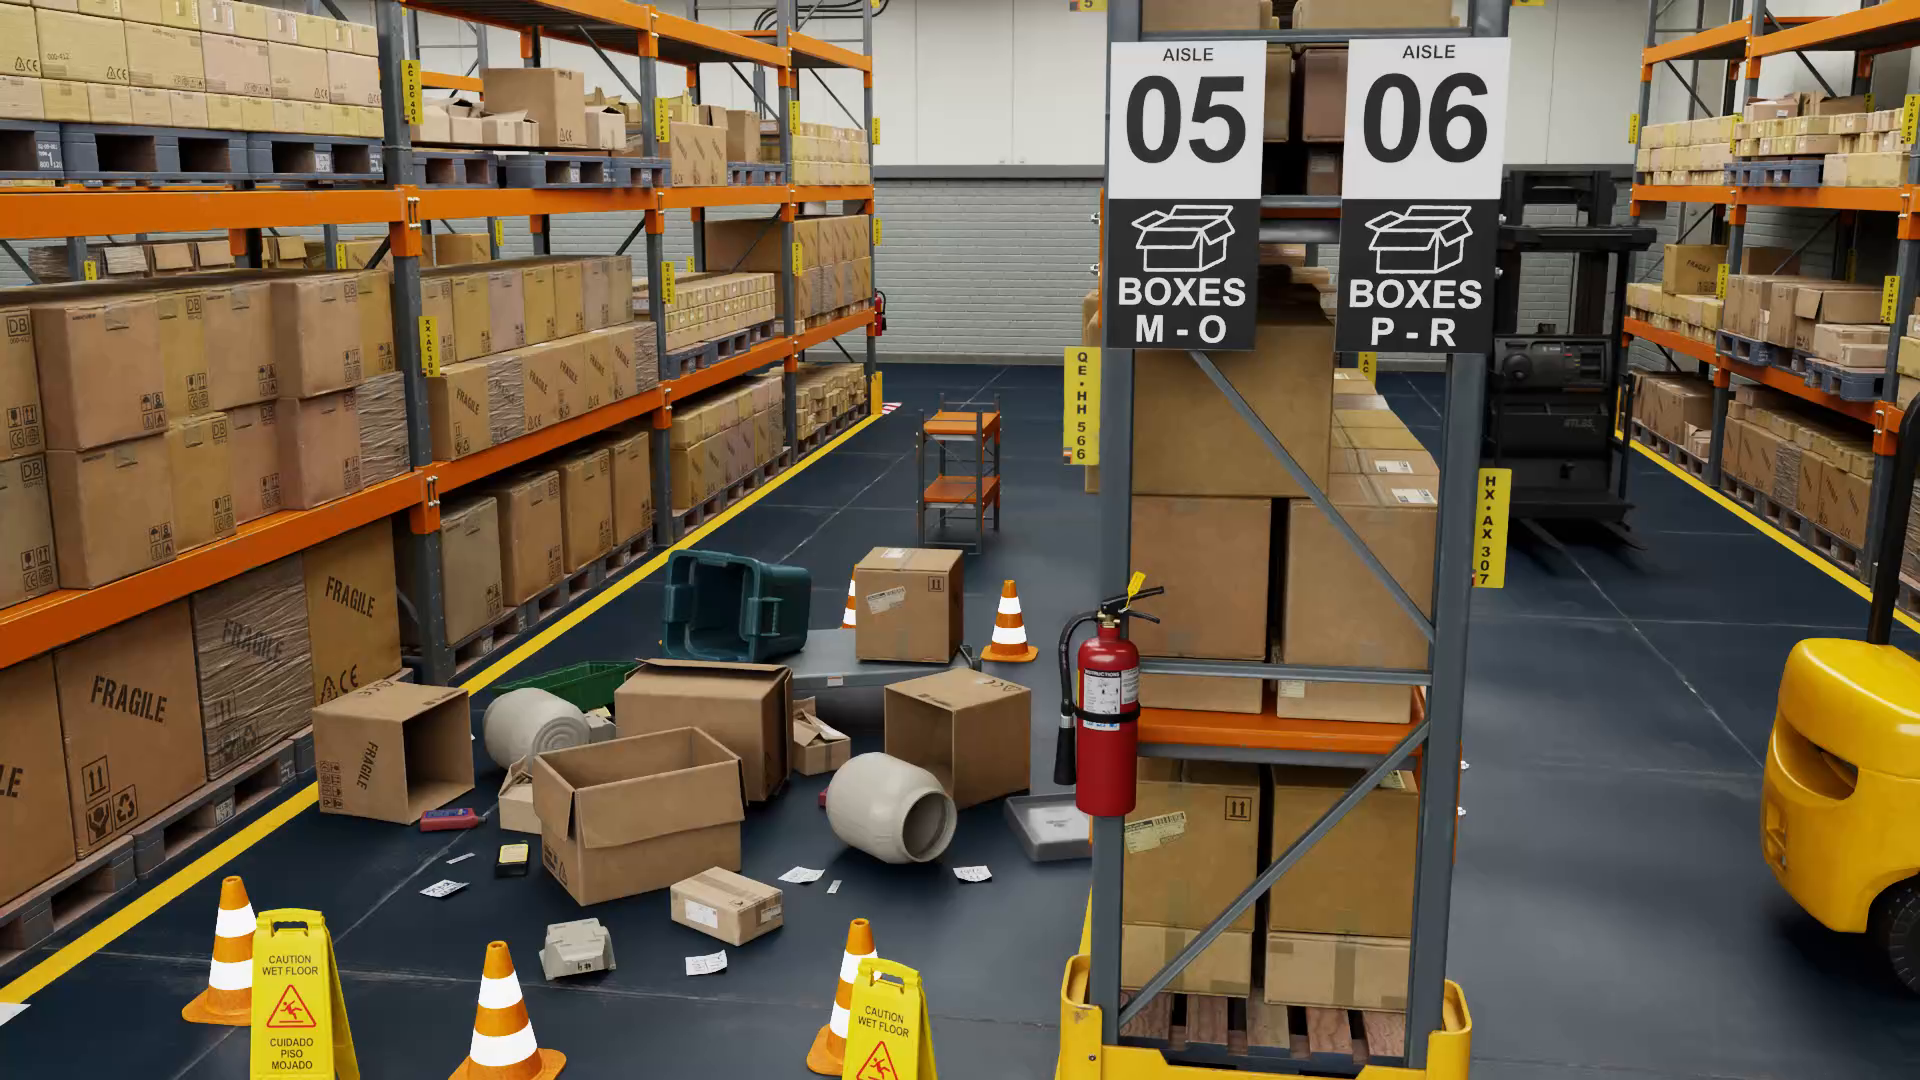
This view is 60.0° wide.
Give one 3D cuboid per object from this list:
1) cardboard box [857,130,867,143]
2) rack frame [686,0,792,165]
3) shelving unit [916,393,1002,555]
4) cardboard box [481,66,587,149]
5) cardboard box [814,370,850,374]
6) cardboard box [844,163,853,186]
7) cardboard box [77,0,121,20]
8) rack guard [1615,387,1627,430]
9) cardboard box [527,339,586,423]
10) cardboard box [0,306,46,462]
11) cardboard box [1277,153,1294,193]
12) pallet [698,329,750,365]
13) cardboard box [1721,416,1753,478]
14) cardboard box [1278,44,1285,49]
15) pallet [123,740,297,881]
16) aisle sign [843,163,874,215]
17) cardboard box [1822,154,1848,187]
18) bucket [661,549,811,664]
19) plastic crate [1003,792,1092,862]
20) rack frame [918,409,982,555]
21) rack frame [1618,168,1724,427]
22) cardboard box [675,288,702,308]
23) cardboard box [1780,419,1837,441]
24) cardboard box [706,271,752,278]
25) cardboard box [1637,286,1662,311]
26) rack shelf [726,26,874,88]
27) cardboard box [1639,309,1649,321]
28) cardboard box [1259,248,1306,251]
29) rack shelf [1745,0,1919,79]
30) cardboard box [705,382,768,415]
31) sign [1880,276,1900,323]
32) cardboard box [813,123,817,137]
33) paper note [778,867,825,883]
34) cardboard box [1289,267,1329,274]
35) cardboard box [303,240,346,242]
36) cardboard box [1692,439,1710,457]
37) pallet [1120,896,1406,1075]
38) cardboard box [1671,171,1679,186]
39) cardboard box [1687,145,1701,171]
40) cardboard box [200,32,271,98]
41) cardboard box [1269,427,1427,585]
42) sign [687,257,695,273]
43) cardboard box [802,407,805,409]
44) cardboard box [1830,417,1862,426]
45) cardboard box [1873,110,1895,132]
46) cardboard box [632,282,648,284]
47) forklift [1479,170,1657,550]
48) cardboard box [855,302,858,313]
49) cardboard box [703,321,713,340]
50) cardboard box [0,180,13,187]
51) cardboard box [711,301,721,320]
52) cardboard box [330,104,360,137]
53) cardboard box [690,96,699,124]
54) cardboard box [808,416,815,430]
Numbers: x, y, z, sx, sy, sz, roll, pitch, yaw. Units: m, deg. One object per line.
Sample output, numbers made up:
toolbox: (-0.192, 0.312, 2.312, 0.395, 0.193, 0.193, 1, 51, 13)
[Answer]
cardboard box: (-1.325, -4.849, 19.978, 0.380, 0.149, 0.250, 2, 12, 8)
rack frame: (-2.179, -5.196, 16.243, 1.000, 3.000, 0.127, 2, 12, 9)
shelving unit: (0.001, -0.551, 13.381, 0.538, 1.125, 1.048, 2, 12, 9)
cardboard box: (-2.785, -2.829, 10.909, 0.500, 0.500, 0.500, 2, 12, 9)
cardboard box: (-1.507, -1.920, 19.639, 0.380, 0.149, 0.250, 1, 12, 6)
cardboard box: (-1.533, -4.176, 18.988, 0.500, 0.250, 0.500, 2, 12, 11)
cardboard box: (-3.462, -2.076, 6.358, 0.380, 0.149, 0.250, 2, 12, 8)
rack guard: (8.236, -1.559, 19.539, 1.175, 0.500, 0.348, 2, 12, 9)
cardboard box: (-2.828, -1.062, 11.065, 0.500, 0.500, 0.500, 2, 12, 10)
cardboard box: (-3.936, -0.560, 6.052, 0.875, 0.550, 0.550, 2, 12, 9)
cardboard box: (1.418, -1.408, 6.382, 0.380, 0.149, 0.250, 2, 12, 8)
pallet: (-2.530, -1.750, 14.950, 1.003, 0.211, 1.213, 2, 12, 9)
cardboard box: (7.336, -0.854, 15.271, 0.500, 0.500, 0.500, 2, 12, 11)
cardboard box: (0.942, -1.701, 5.849, 0.380, 0.149, 0.250, 2, 12, 7)
pallet: (-3.789, 1.176, 7.537, 1.003, 0.211, 1.213, 2, 12, 9)
aisle sign: (-1.256, -4.372, 20.490, 0.394, 0.787, 0.004, 2, 12, 9)
cardboard box: (7.010, -2.848, 12.823, 0.500, 0.250, 0.500, 2, 12, 9)
bucket: (-1.152, 0.362, 8.854, 0.726, 0.611, 0.620, 7, 4, 28)
plastic crate: (0.445, 1.269, 7.415, 0.402, 0.080, 0.583, -2, 12, -11)
rack frame: (-0.077, -0.445, 12.890, 0.500, 1.125, 0.032, 2, 12, 9)
rack frame: (8.248, -2.796, 19.349, 1.000, 3.000, 0.127, 2, 12, 9)
cardboard box: (-2.410, -2.056, 14.100, 0.380, 0.149, 0.250, 1, 12, 6)
cardboard box: (7.176, -0.924, 14.059, 0.380, 0.149, 0.250, 2, 12, 11)
cardboard box: (-2.384, -2.567, 17.343, 0.500, 0.500, 0.500, 2, 12, 9)
cardboard box: (7.835, -2.678, 18.449, 0.500, 0.250, 0.500, 2, 12, 9)
rack shelf: (-1.872, -5.259, 18.251, 1.077, 0.370, 4.000, 2, 12, 9)
cardboard box: (7.933, -2.560, 18.847, 0.380, 0.149, 0.250, 2, 12, 10)
cardboard box: (2.591, -2.134, 13.666, 0.500, 0.500, 0.500, 2, 12, 10)
rack shelf: (7.325, -3.933, 13.040, 1.077, 0.370, 4.000, 2, 12, 9)
cardboard box: (-2.136, -1.343, 15.763, 0.500, 0.250, 0.500, 2, 12, 11)
sign: (6.480, -1.674, 11.581, 0.100, 0.325, 0.005, 2, 12, 9)
cardboard box: (-1.733, -4.365, 17.730, 0.380, 0.149, 0.250, 1, 12, 7)
paper note: (-0.661, 1.398, 6.961, 0.148, 0.019, 0.142, 7, 14, 28)
cardboard box: (2.139, -1.658, 10.587, 0.380, 0.149, 0.250, 1, 12, 6)
cardboard box: (-7.177, -3.092, 18.591, 0.500, 0.500, 0.500, 2, 12, 9)
cardboard box: (7.428, -0.901, 16.324, 0.380, 0.149, 0.250, 2, 12, 7)
pallet: (1.053, 1.554, 5.784, 1.003, 0.211, 1.213, 2, 12, 9)
cardboard box: (7.637, -3.765, 17.321, 0.380, 0.149, 0.250, 2, 12, 9)
cardboard box: (7.619, -3.826, 16.655, 0.500, 0.250, 0.500, 2, 12, 10)
cardboard box: (-3.389, -2.070, 7.276, 0.500, 0.250, 0.500, 2, 12, 8)
cardboard box: (1.382, -0.124, 6.004, 0.500, 0.500, 0.500, 2, 12, 8)
sign: (-2.717, -2.702, 16.858, 0.100, 0.325, 0.005, 2, 12, 9)
cardboard box: (-1.857, -1.341, 17.660, 0.380, 0.149, 0.250, 2, 12, 9)
cardboard box: (7.688, -0.963, 14.237, 0.380, 0.149, 0.250, 2, 12, 10)
cardboard box: (6.914, -3.054, 12.127, 0.380, 0.149, 0.250, 1, 12, 7)
cardboard box: (-2.930, -2.244, 14.973, 0.380, 0.149, 0.250, 2, 12, 10)
forklift: (4.822, -1.473, 13.371, 1.130, 2.935, 3.031, 1, 12, 5)
cardboard box: (-1.434, -2.793, 19.929, 0.380, 0.149, 0.250, 2, 12, 8)
cardboard box: (-2.365, -1.823, 14.434, 0.380, 0.149, 0.250, 2, 12, 11)
cardboard box: (-7.574, -2.795, 12.577, 0.500, 0.250, 0.500, 2, 12, 8)
cardboard box: (-2.325, -2.021, 14.643, 0.380, 0.149, 0.250, 2, 12, 8)
cardboard box: (-3.188, -2.057, 8.160, 0.380, 0.149, 0.250, 2, 12, 10)
cardboard box: (-2.380, -3.557, 13.704, 0.396, 0.266, 0.258, 2, 12, 9)
cardboard box: (-1.778, -1.249, 17.939, 0.380, 0.149, 0.250, 2, 12, 8)
